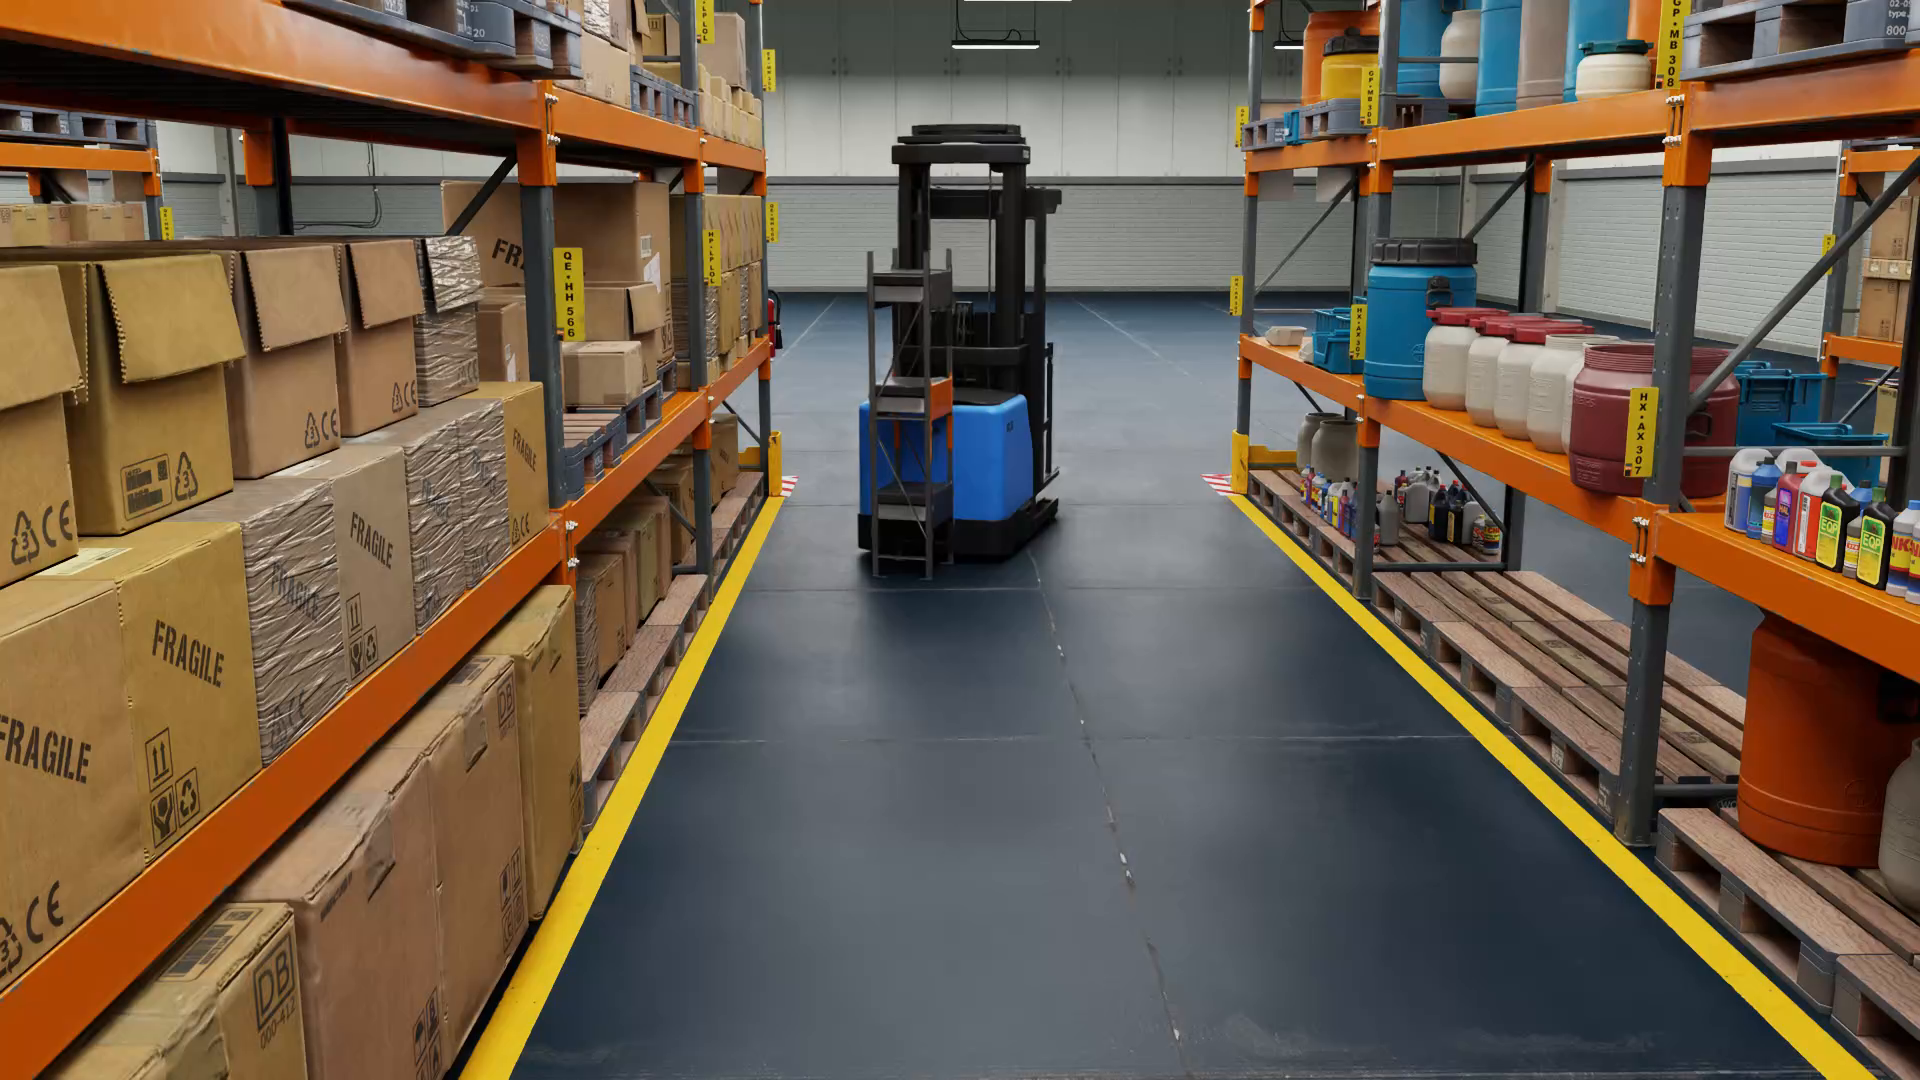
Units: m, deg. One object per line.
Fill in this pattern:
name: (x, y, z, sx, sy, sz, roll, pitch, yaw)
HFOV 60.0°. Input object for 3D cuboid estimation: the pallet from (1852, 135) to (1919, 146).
pallet: (7.796, -3.210, 13.017, 1.003, 0.211, 1.213, 0, 11, -1)

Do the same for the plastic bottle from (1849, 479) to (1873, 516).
plastic bottle: (2.752, -0.049, 5.081, 0.097, 0.271, 0.097, 0, 11, 0)

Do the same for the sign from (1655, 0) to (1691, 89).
sign: (2.471, -1.730, 5.759, 0.100, 0.325, 0.005, 0, 11, -1)

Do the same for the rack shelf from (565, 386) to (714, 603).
rack shelf: (-1.973, -0.339, 7.996, 1.077, 0.370, 4.000, 0, 11, -1)

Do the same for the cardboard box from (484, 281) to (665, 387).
cardboard box: (-1.886, -1.001, 8.135, 0.797, 0.503, 0.637, 1, 12, 5)

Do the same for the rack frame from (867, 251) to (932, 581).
rack frame: (-0.381, -0.772, 10.579, 0.400, 2.100, 0.015, 3, 13, 16)

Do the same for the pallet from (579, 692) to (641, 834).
pallet: (-1.946, 0.917, 7.007, 1.003, 0.211, 1.213, 0, 11, -1)

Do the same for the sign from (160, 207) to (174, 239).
sign: (-6.515, -2.567, 13.660, 0.100, 0.325, 0.005, 0, 11, -1)

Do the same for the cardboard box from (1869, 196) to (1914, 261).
cardboard box: (7.806, -2.506, 13.351, 0.700, 0.500, 0.500, 0, 11, -1)

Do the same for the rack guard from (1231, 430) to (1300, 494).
rack guard: (2.904, -0.665, 14.078, 1.175, 0.500, 0.348, 0, 11, -1)

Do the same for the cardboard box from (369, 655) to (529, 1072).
cardboard box: (-1.927, 0.856, 4.584, 1.225, 0.875, 0.875, 0, 11, -1)

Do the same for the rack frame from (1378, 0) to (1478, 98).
rack frame: (2.938, -4.050, 9.388, 1.000, 3.000, 0.127, 0, 11, -1)

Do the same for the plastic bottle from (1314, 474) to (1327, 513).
plastic bottle: (2.590, -0.333, 11.914, 0.097, 0.271, 0.097, 0, 11, 0)

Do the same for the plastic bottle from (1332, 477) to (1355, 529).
plastic bottle: (2.626, -0.256, 11.333, 0.144, 0.351, 0.185, 0, 11, -2)

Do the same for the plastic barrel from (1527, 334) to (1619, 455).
plastic barrel: (2.777, -0.657, 7.470, 0.421, 0.512, 0.421, 0, 11, 0)

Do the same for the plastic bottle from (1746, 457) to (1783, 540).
plastic bottle: (2.682, -0.141, 5.533, 0.097, 0.271, 0.097, 0, 11, 0)

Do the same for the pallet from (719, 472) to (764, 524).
pallet: (-2.113, -0.341, 13.209, 1.003, 0.211, 1.213, 0, 11, -1)

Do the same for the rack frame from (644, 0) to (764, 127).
rack frame: (-2.096, -4.824, 13.207, 1.000, 3.000, 0.127, 0, 11, -1)

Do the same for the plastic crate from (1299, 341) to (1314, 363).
plastic crate: (2.651, -1.302, 11.596, 0.530, 0.136, 0.437, 0, 11, -1)

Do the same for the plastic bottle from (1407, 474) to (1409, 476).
plastic bottle: (3.332, -0.386, 12.347, 0.097, 0.201, 0.097, 0, 11, 0)

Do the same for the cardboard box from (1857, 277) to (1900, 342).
cardboard box: (7.805, -1.880, 13.532, 0.700, 0.500, 0.500, 0, 11, -1)

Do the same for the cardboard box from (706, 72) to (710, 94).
cardboard box: (-1.770, -2.854, 10.412, 0.380, 0.149, 0.250, 0, 11, -1)

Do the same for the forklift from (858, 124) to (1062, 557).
forklift: (0.140, -1.572, 12.434, 1.130, 2.935, 3.031, 3, 12, 13)

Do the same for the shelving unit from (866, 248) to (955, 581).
shelving unit: (-0.312, -0.822, 10.808, 0.431, 2.100, 0.503, 3, 13, 16)

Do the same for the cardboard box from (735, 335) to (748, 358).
cardboard box: (-1.748, -1.408, 12.085, 0.380, 0.149, 0.250, 0, 11, -1)

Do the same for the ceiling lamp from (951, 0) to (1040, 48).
ceiling lamp: (0.802, -12.755, 37.618, 2.000, 3.185, 0.800, 0, 11, -1)

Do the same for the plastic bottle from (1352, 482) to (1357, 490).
plastic bottle: (2.733, -0.256, 11.502, 0.061, 0.283, 0.133, 0, 11, -1)

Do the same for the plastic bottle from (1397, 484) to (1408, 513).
plastic bottle: (3.188, -0.304, 11.943, 0.097, 0.201, 0.097, 0, 11, 0)

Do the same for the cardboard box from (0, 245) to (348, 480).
cardboard box: (-1.901, -0.426, 3.842, 0.797, 0.503, 0.637, 0, 11, 1)

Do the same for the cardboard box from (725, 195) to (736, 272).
cardboard box: (-1.791, -2.063, 11.171, 0.500, 0.500, 0.500, 0, 11, -1)

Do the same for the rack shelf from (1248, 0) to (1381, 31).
rack shelf: (2.897, -3.899, 11.458, 1.077, 0.370, 4.000, 0, 11, -1)

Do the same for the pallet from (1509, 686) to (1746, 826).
pallet: (3.044, 0.898, 7.102, 1.003, 0.211, 1.213, 0, 11, -1)

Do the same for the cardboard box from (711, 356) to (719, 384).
cardboard box: (-1.710, -1.060, 10.371, 0.380, 0.149, 0.250, 0, 11, -1)

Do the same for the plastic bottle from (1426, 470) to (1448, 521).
plastic bottle: (3.324, -0.311, 11.604, 0.144, 0.351, 0.185, 0, 11, -2)

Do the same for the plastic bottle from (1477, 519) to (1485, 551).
plastic bottle: (3.368, -0.039, 10.639, 0.097, 0.201, 0.097, 0, 11, 0)

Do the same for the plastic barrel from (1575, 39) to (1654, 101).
plastic barrel: (2.761, -1.969, 7.022, 0.301, 0.262, 0.301, 0, 11, 0)

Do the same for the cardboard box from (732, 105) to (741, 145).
cardboard box: (-1.802, -2.885, 11.568, 0.500, 0.250, 0.500, 0, 11, -2)

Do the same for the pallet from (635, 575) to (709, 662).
pallet: (-1.996, 0.432, 9.398, 1.003, 0.211, 1.213, 0, 11, -1)

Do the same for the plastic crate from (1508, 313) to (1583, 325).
plastic crate: (3.254, -1.046, 9.509, 0.402, 0.464, 0.583, 0, 11, -1)

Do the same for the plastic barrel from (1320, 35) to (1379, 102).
plastic barrel: (3.006, -3.447, 12.430, 0.600, 0.588, 0.600, 0, 11, 0)

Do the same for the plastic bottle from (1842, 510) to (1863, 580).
plastic bottle: (2.694, 0.012, 4.956, 0.097, 0.201, 0.097, 0, 11, 0)

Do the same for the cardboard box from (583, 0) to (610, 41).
cardboard box: (-1.691, -2.253, 6.569, 0.500, 0.500, 0.500, 0, 11, -1)

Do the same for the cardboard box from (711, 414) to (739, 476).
cardboard box: (-2.100, -0.741, 13.398, 0.500, 0.500, 0.500, 2, 12, 9)

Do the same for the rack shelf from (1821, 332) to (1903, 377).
rack shelf: (7.849, -1.174, 12.112, 1.077, 0.370, 4.000, 0, 11, -1)

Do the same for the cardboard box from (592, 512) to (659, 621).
cardboard box: (-2.032, 0.137, 9.019, 0.700, 0.500, 0.500, 0, 11, -2)

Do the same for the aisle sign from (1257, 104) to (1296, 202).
aisle sign: (2.561, -3.192, 13.709, 0.394, 0.787, 0.004, 0, 11, -1)

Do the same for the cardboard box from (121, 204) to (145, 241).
cardboard box: (-7.089, -2.413, 13.315, 0.875, 0.550, 0.550, 0, 11, -1)

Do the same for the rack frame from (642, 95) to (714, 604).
rack frame: (-2.014, -1.089, 9.884, 1.000, 3.000, 0.127, 0, 11, -1)

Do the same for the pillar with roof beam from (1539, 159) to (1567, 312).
pillar with roof beam: (8.840, -9.503, 36.268, 9.100, 9.000, 0.548, 0, 11, -1)

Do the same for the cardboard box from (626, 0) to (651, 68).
cardboard box: (-2.103, -2.722, 9.071, 0.797, 0.503, 0.637, -1, 11, -4)

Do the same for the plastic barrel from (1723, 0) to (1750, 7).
plastic barrel: (3.221, -2.194, 6.526, 0.600, 0.901, 0.600, 0, 11, 0)

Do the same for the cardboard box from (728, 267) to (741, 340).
cardboard box: (-2.017, -1.672, 11.756, 0.875, 0.500, 0.500, 0, 11, -1)

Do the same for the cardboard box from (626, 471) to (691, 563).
cardboard box: (-1.982, -0.150, 10.483, 0.500, 0.500, 0.500, -1, 11, -3)

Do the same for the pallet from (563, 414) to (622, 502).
pallet: (-2.052, -0.341, 6.680, 1.213, 0.211, 1.003, 0, 11, -1)

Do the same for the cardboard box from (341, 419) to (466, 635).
cardboard box: (-1.655, -0.044, 4.479, 0.500, 0.500, 0.500, -1, 11, -3)
